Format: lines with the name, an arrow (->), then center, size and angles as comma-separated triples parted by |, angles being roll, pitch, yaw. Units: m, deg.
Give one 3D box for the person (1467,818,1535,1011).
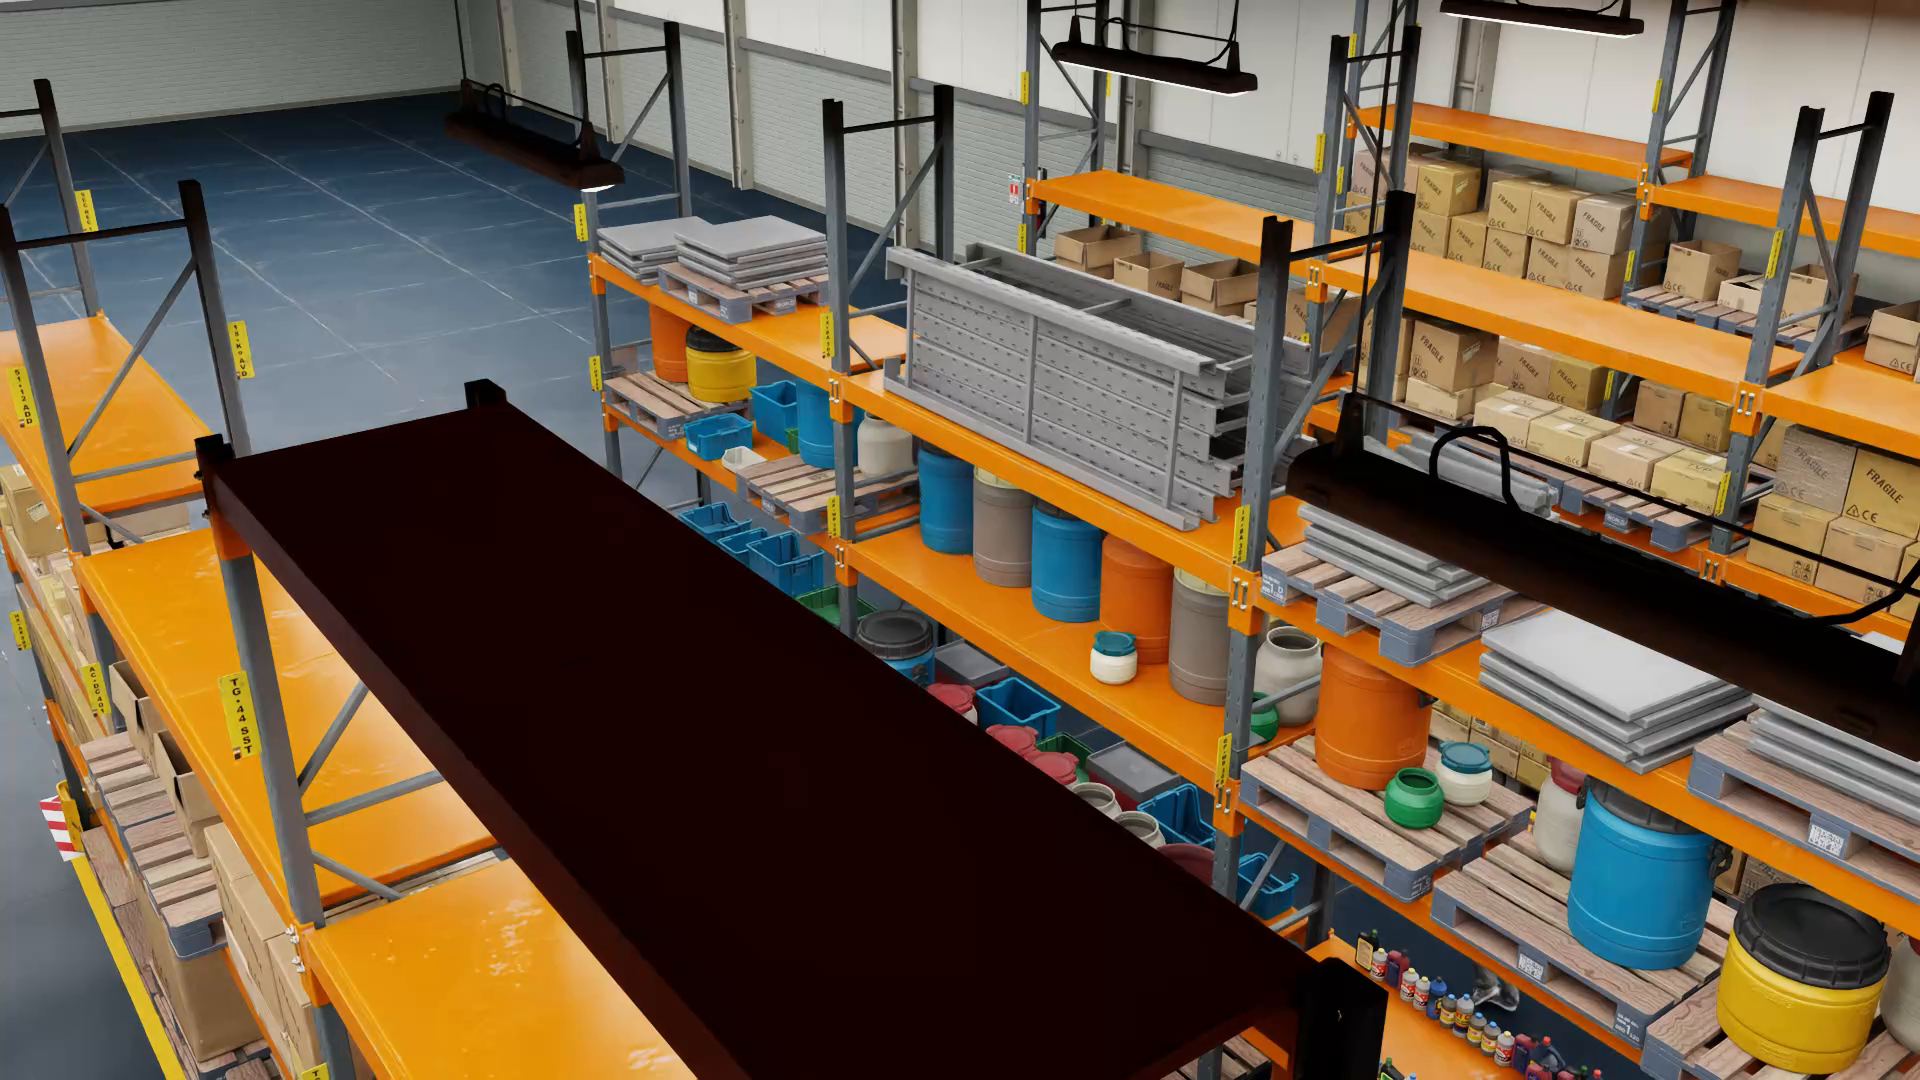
person -> 3.754, 2.564, 11.521 | 0.452, 1.614, 0.460 | -19, 31, -36
